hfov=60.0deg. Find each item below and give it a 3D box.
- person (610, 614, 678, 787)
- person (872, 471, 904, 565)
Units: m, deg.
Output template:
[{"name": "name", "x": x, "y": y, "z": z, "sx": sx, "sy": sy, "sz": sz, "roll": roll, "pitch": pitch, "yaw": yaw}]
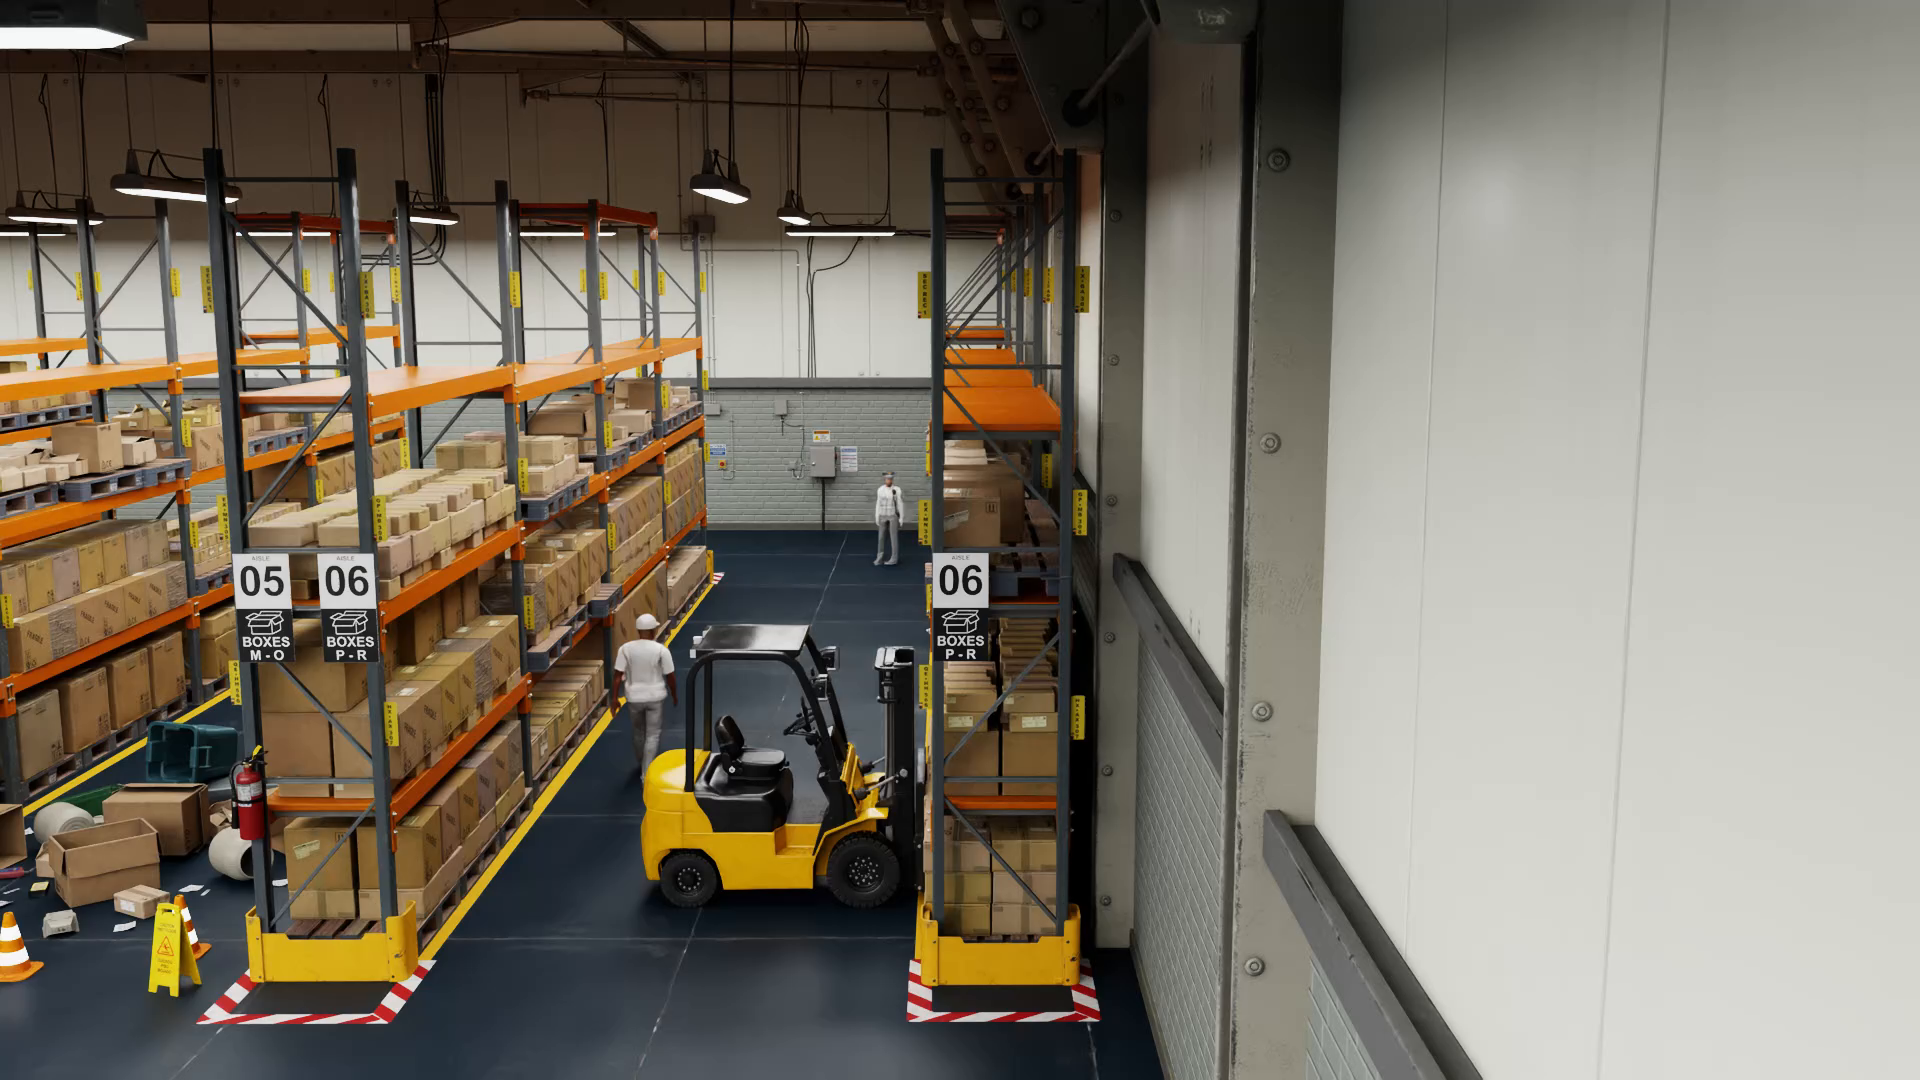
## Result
[{"name": "person", "x": -3.228, "y": 1.590, "z": 17.065, "sx": 0.649, "sy": 1.702, "sz": 1.057, "roll": 0, "pitch": 9, "yaw": 0}, {"name": "person", "x": -1.279, "y": -0.391, "z": 29.658, "sx": 0.525, "sy": 1.697, "sz": 0.395, "roll": 5, "pitch": 10, "yaw": 29}]
